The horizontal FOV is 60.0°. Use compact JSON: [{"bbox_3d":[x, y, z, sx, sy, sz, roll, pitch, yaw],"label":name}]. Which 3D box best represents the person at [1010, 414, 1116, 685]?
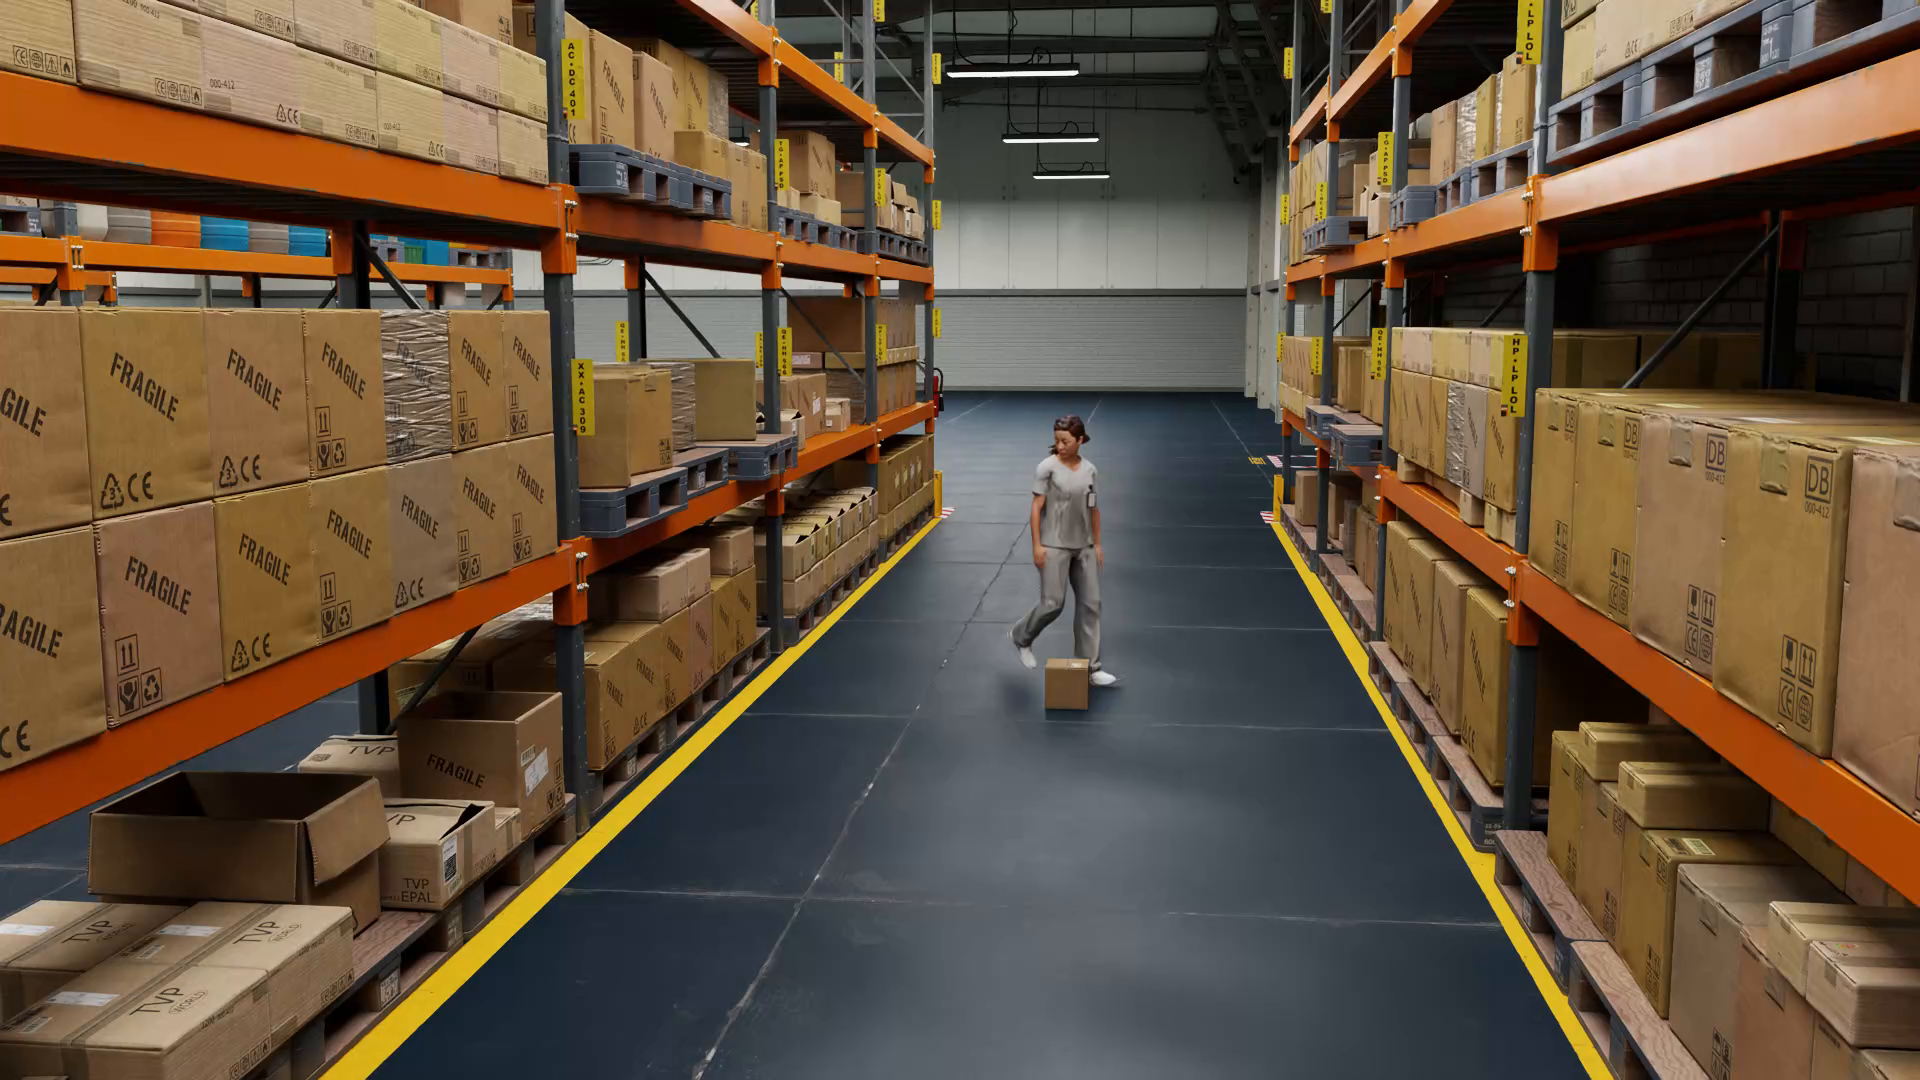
[{"bbox_3d":[0.650,0.049,10.344,0.480,1.667,0.675,-4,9,-29],"label":"person"}]
